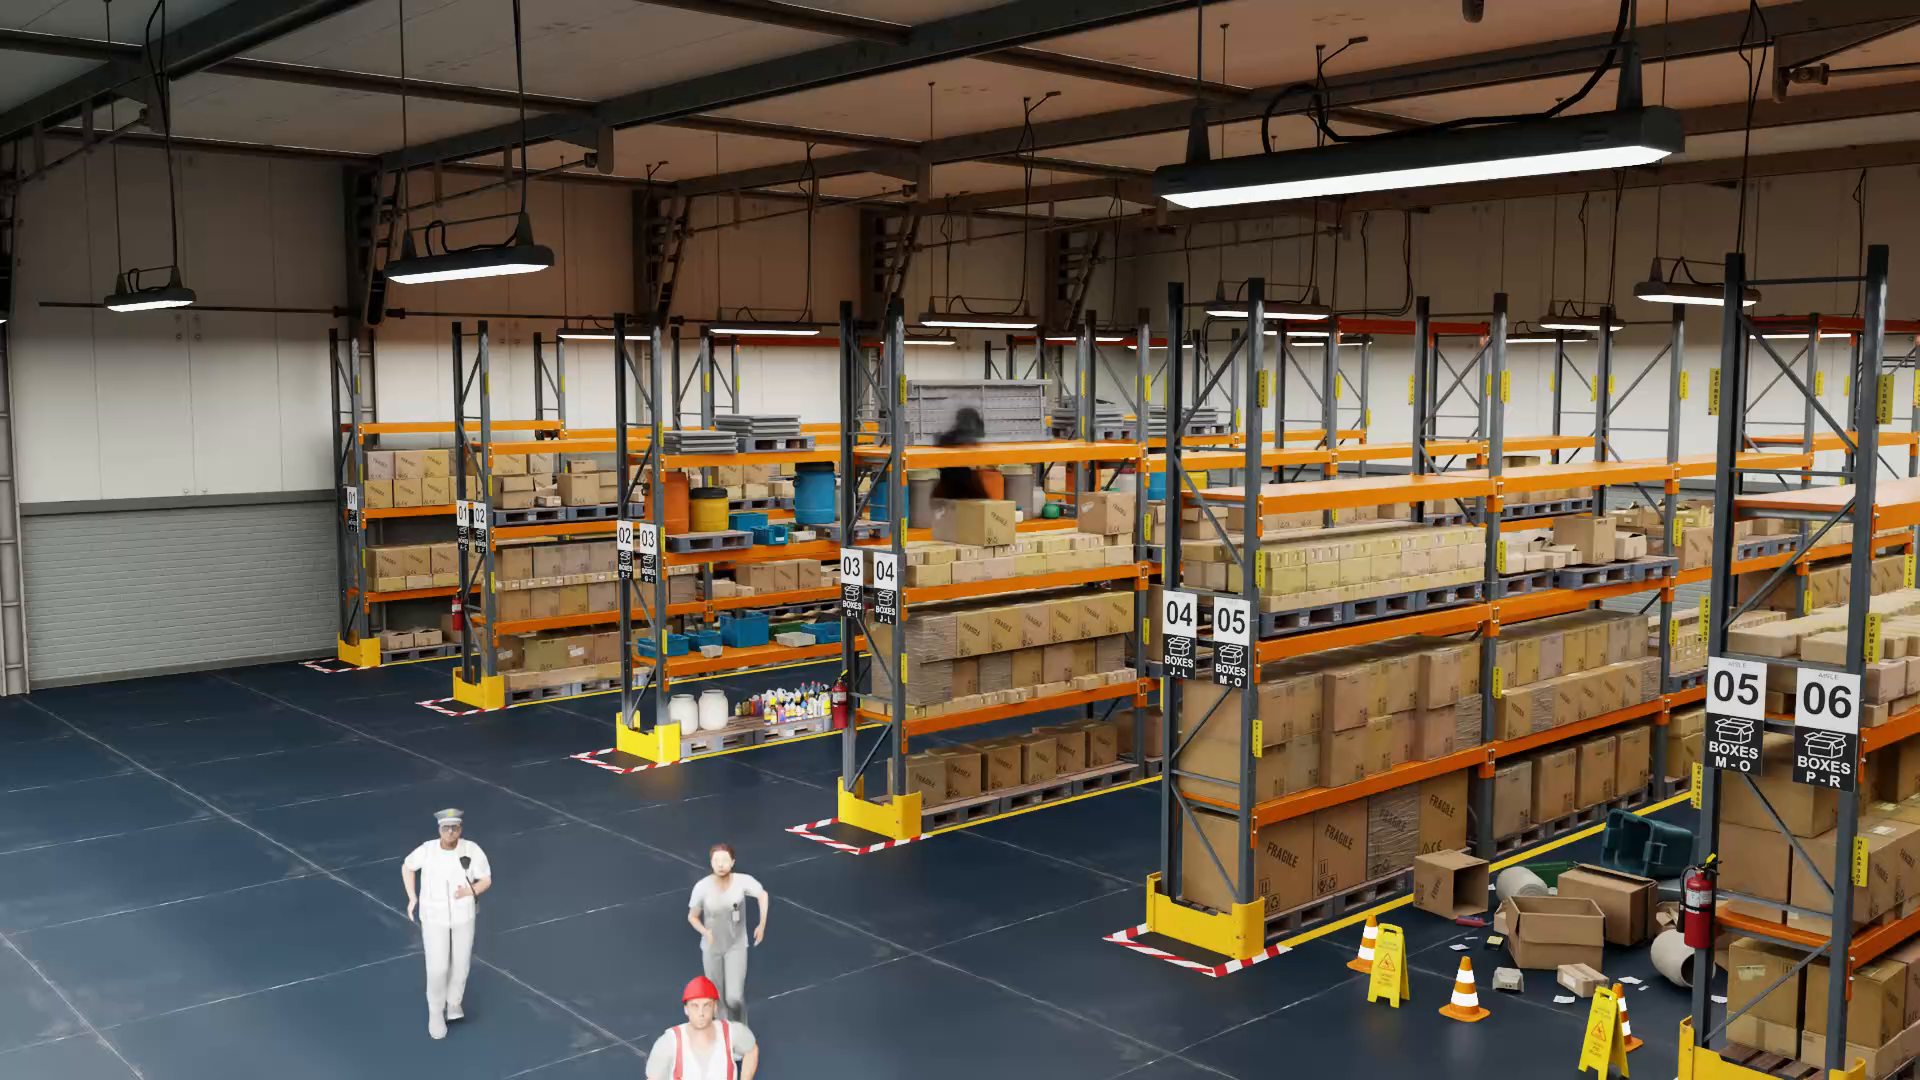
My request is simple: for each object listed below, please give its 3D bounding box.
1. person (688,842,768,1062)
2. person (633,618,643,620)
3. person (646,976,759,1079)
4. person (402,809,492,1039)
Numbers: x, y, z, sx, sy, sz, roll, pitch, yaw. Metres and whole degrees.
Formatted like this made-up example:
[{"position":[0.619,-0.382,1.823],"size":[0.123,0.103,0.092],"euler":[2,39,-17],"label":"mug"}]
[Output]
[{"position":[-1.753,3.117,12.546],"size":[0.582,1.679,0.681],"euler":[0,6,-2],"label":"person"},{"position":[-5.844,1.257,30.464],"size":[0.693,1.763,0.986],"euler":[5,7,41],"label":"person"},{"position":[-1.439,3.342,9.321],"size":[0.632,1.832,0.755],"euler":[-1,6,-8],"label":"person"},{"position":[-4.021,3.002,13.107],"size":[0.646,1.805,0.694],"euler":[-2,6,-23],"label":"person"}]
